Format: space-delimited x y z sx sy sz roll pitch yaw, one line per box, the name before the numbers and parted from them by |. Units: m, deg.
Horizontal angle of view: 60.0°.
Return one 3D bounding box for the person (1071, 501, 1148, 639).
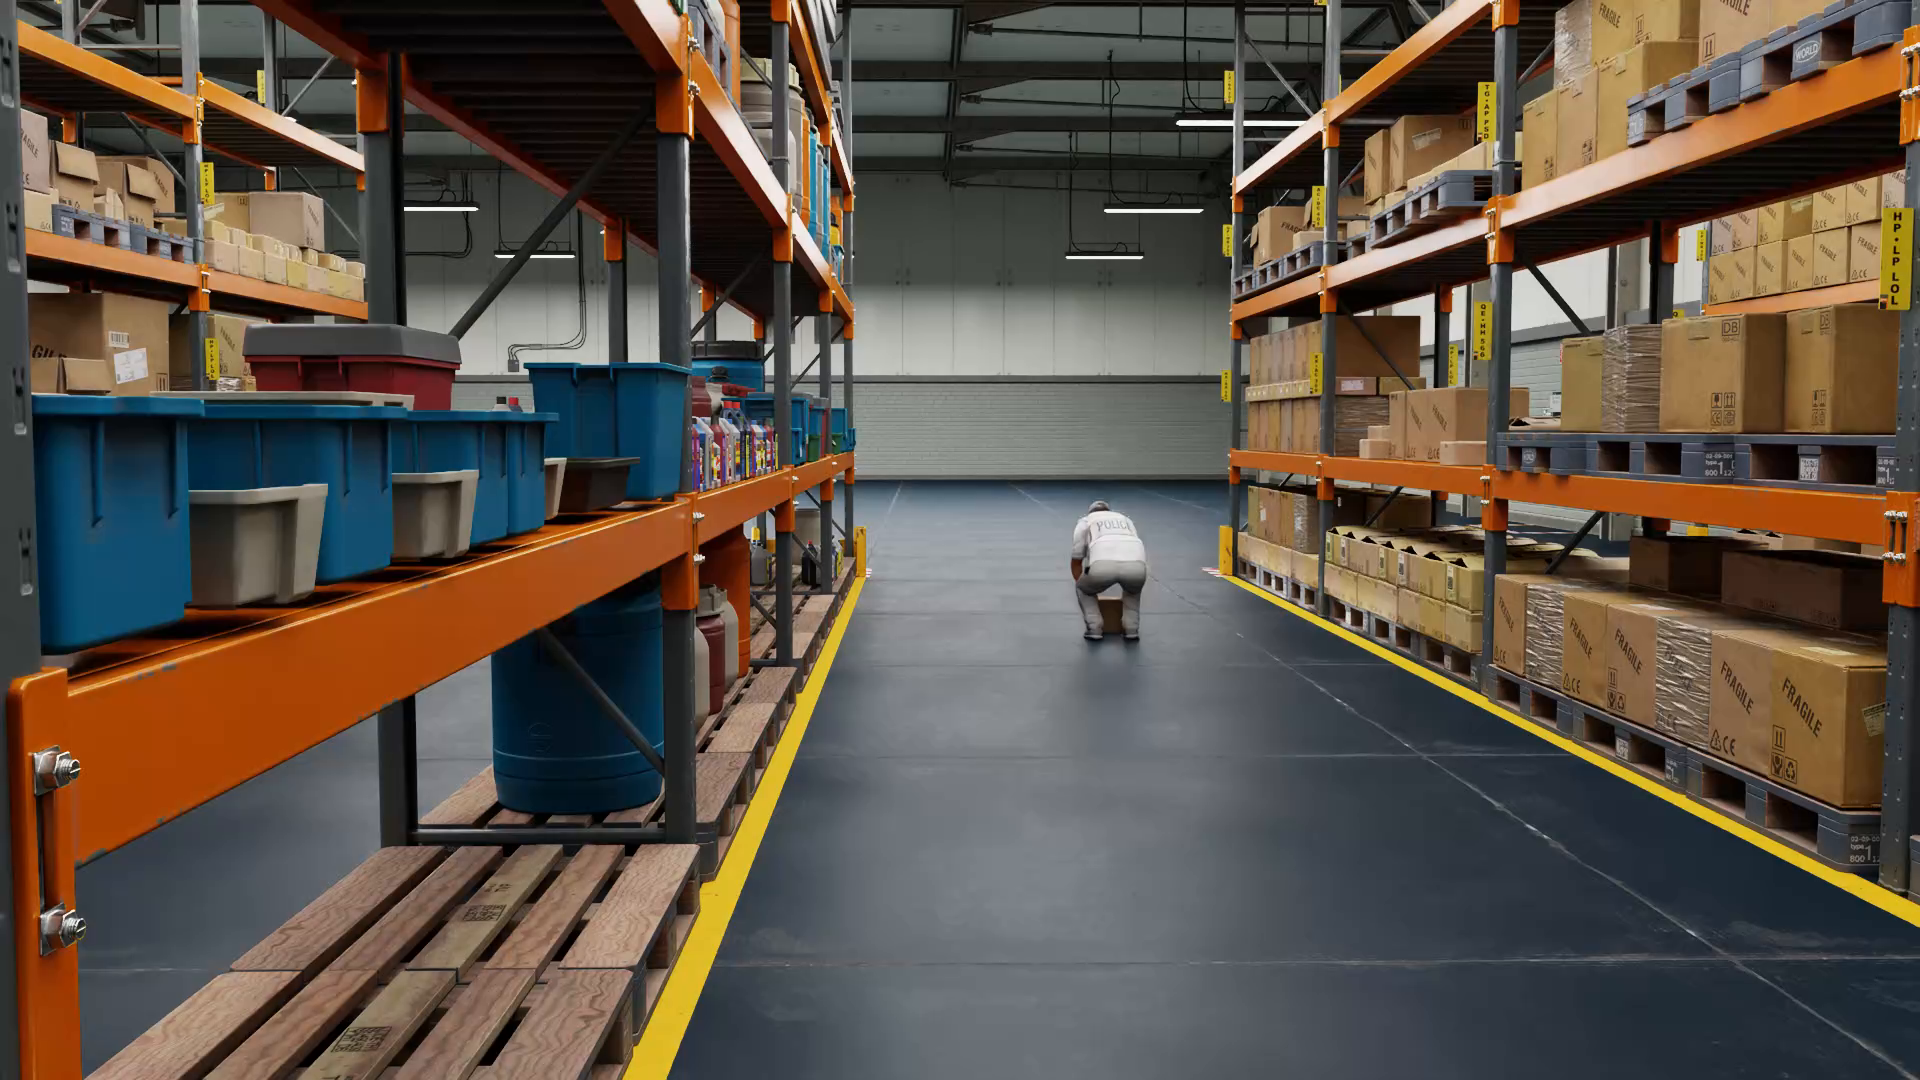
person | 1.091 0.224 12.210 0.522 0.992 0.846 0 4 -1
